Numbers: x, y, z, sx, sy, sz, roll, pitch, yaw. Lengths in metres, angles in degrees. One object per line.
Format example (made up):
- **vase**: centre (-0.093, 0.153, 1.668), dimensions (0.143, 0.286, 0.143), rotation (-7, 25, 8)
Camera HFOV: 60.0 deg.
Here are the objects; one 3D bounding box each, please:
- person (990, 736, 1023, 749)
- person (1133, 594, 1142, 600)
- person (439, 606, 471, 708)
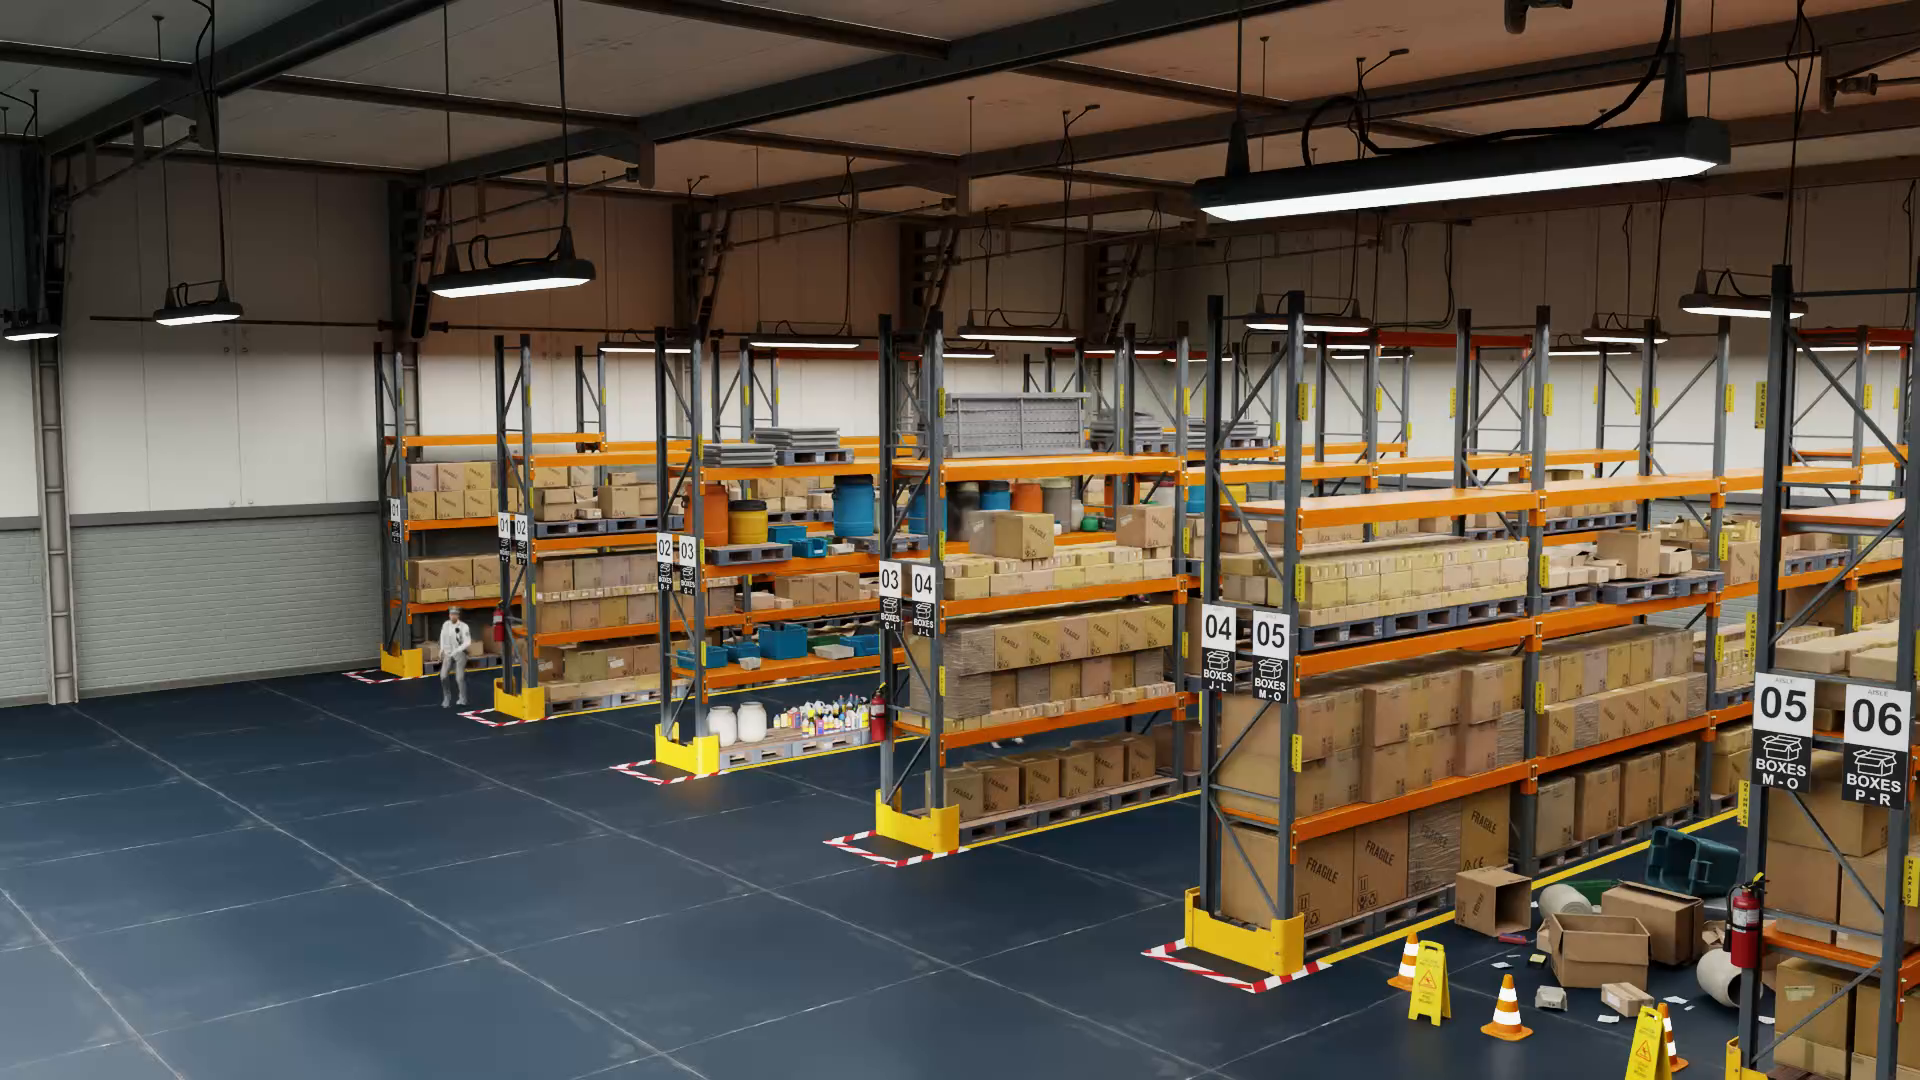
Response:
- **person**: centre (0.620, 2.214, 24.021), dimensions (0.628, 1.583, 0.737), rotation (0, 5, -4)
- **person**: centre (3.246, 1.543, 30.799), dimensions (0.781, 1.630, 0.564), rotation (-4, 6, -35)
- **person**: centre (-8.189, 1.906, 26.909), dimensions (0.595, 1.717, 0.653), rotation (1, 5, 6)
